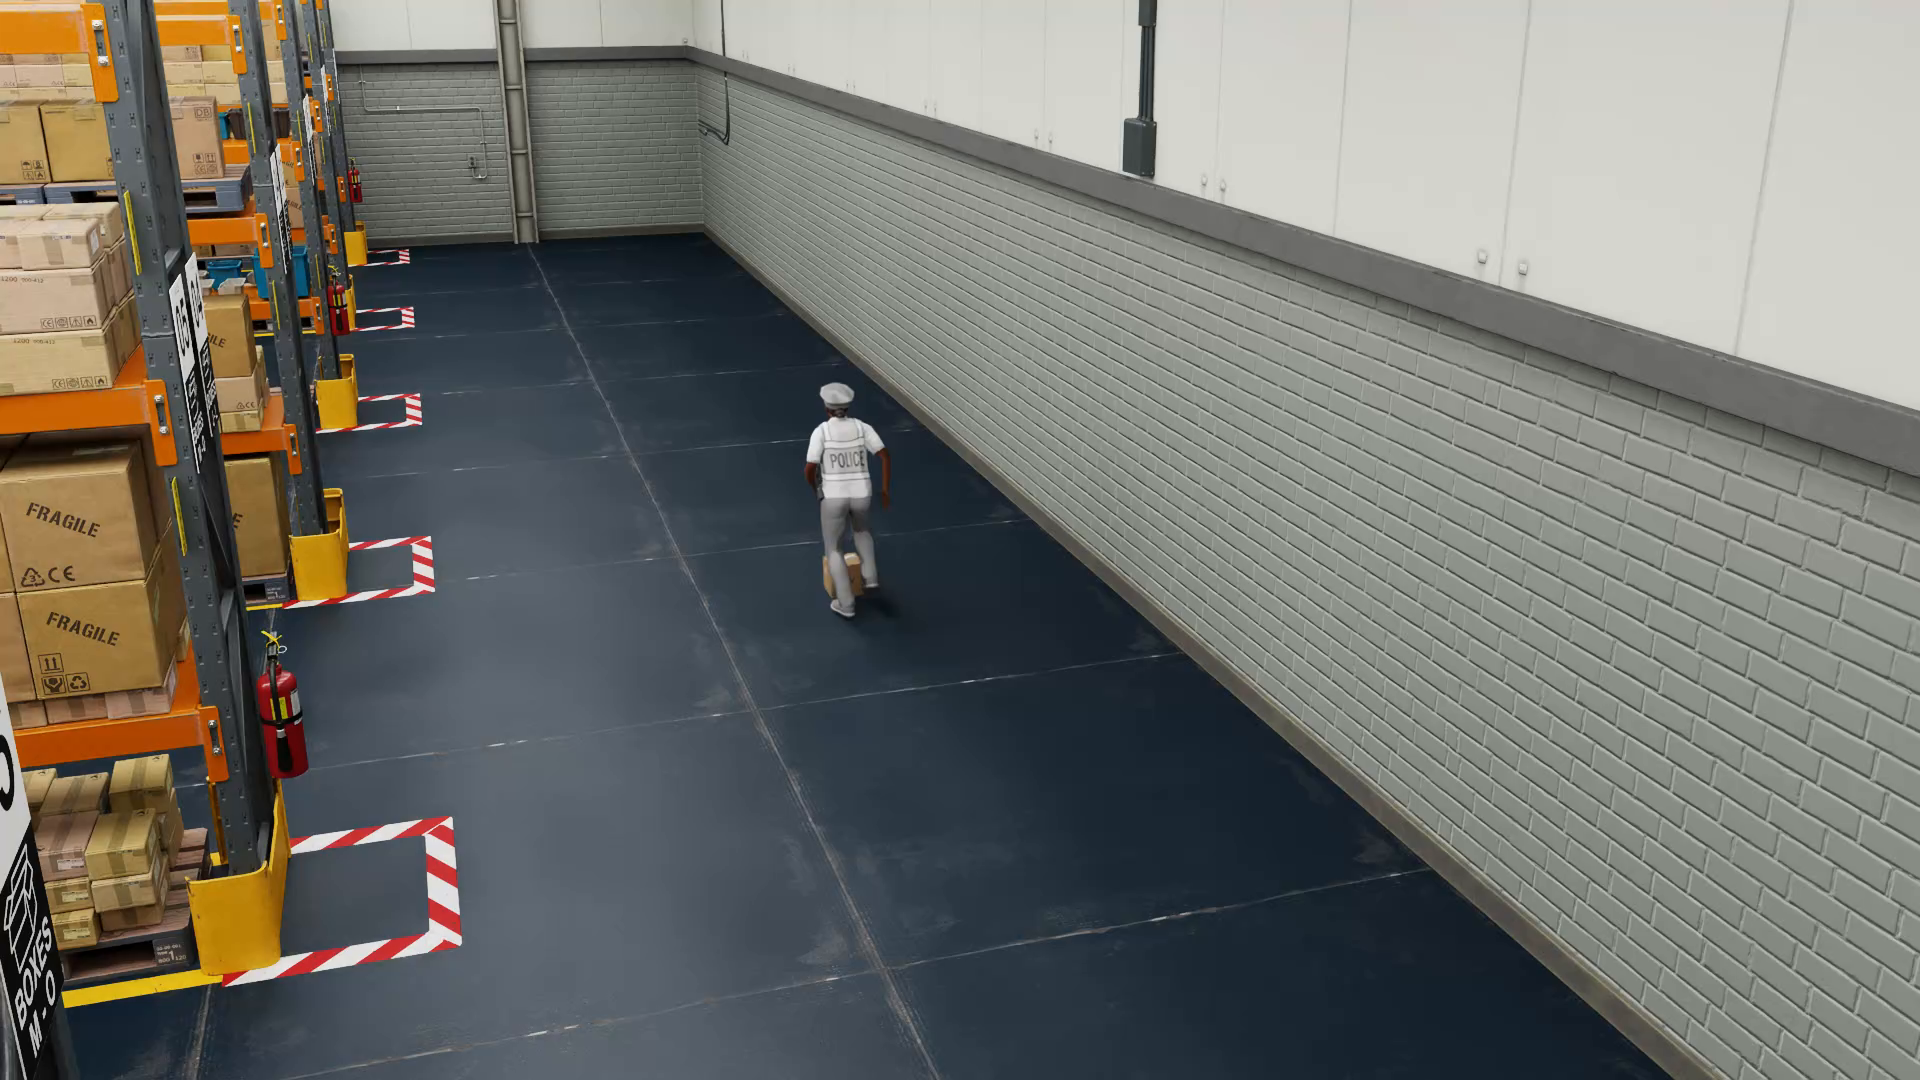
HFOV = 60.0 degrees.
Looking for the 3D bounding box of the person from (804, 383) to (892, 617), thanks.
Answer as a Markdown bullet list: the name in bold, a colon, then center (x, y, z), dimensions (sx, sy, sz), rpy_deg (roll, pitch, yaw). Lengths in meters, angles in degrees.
- **person**: center (-0.813, -0.306, 12.012), dimensions (0.601, 1.605, 0.669), rpy_deg (-8, 21, -22)
